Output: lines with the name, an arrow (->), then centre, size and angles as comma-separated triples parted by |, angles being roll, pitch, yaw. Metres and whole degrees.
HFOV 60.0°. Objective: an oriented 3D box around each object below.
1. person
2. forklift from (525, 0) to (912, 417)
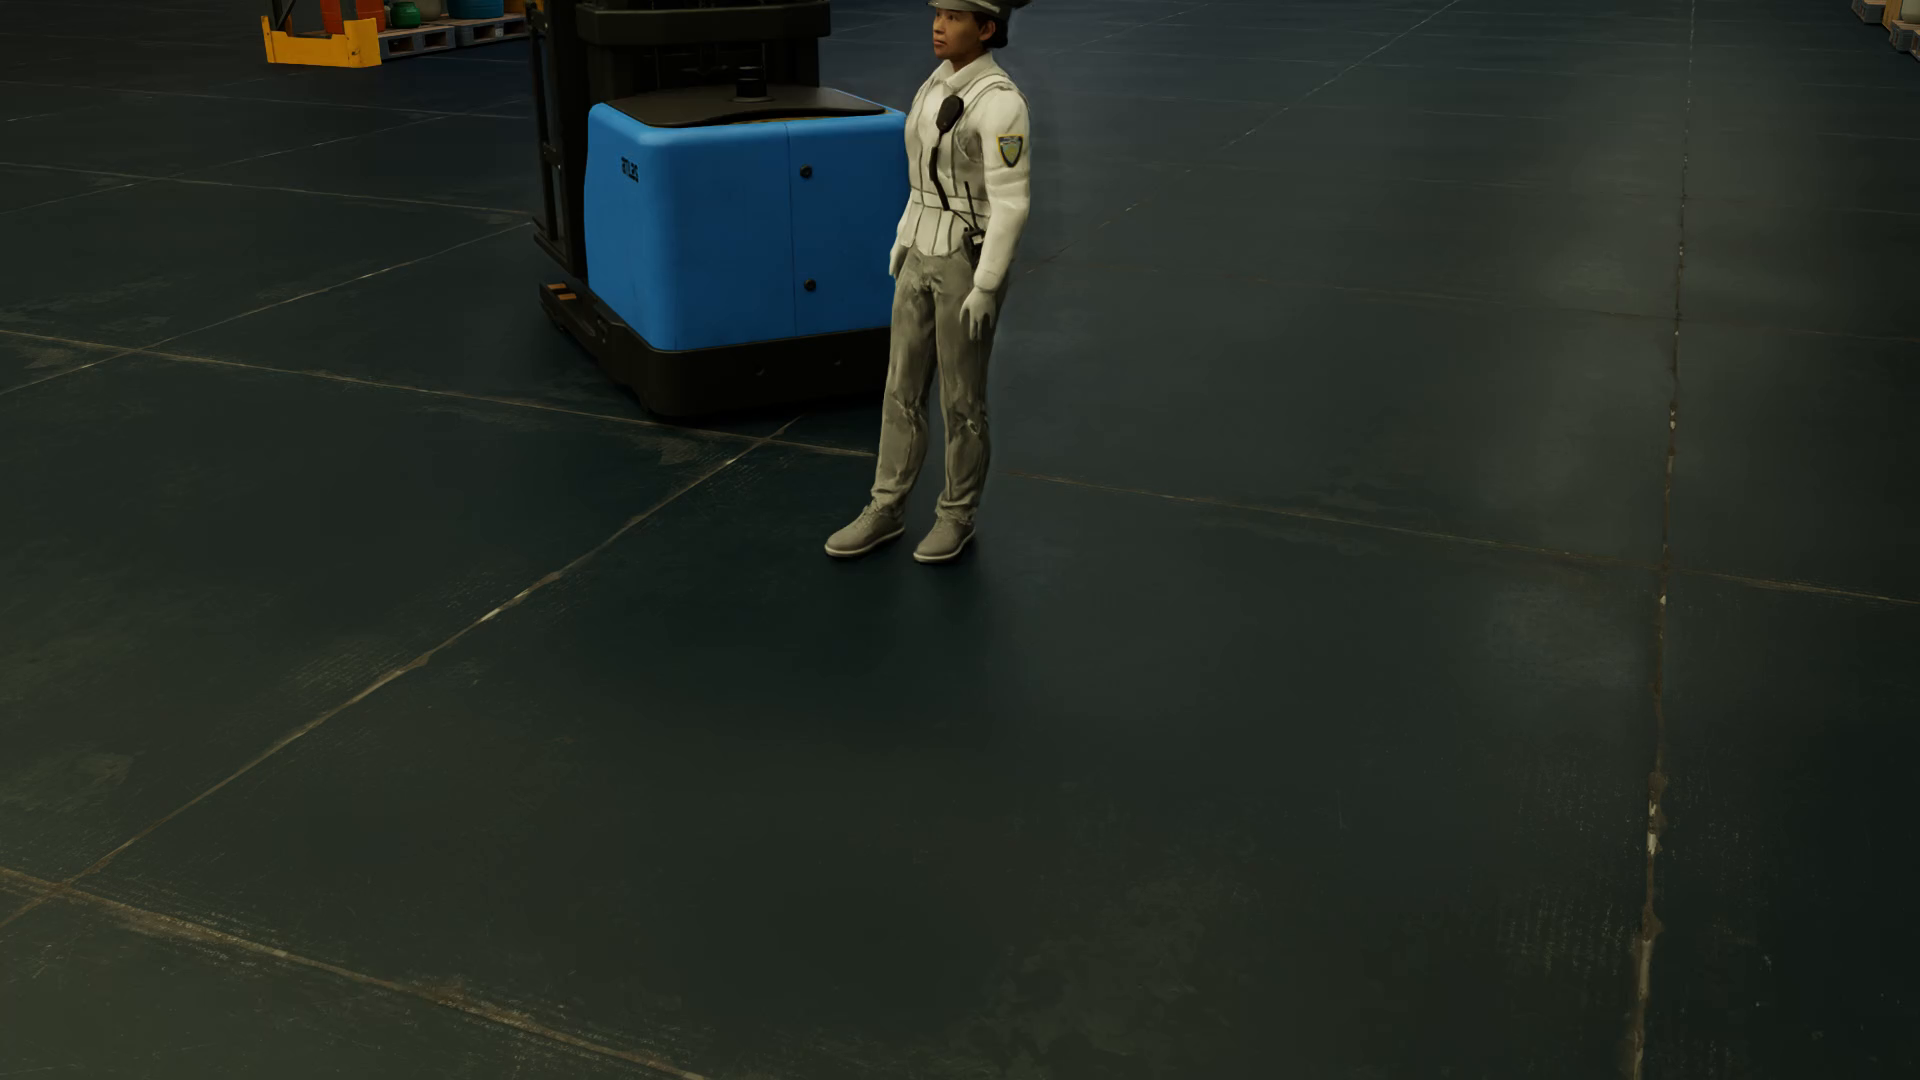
person -> -0.115, -0.761, 4.718 | 0.587, 1.691, 0.581 | -11, 25, -24
forklift -> -1.230, -2.329, 6.865 | 1.130, 2.935, 3.031 | -10, 25, -23
